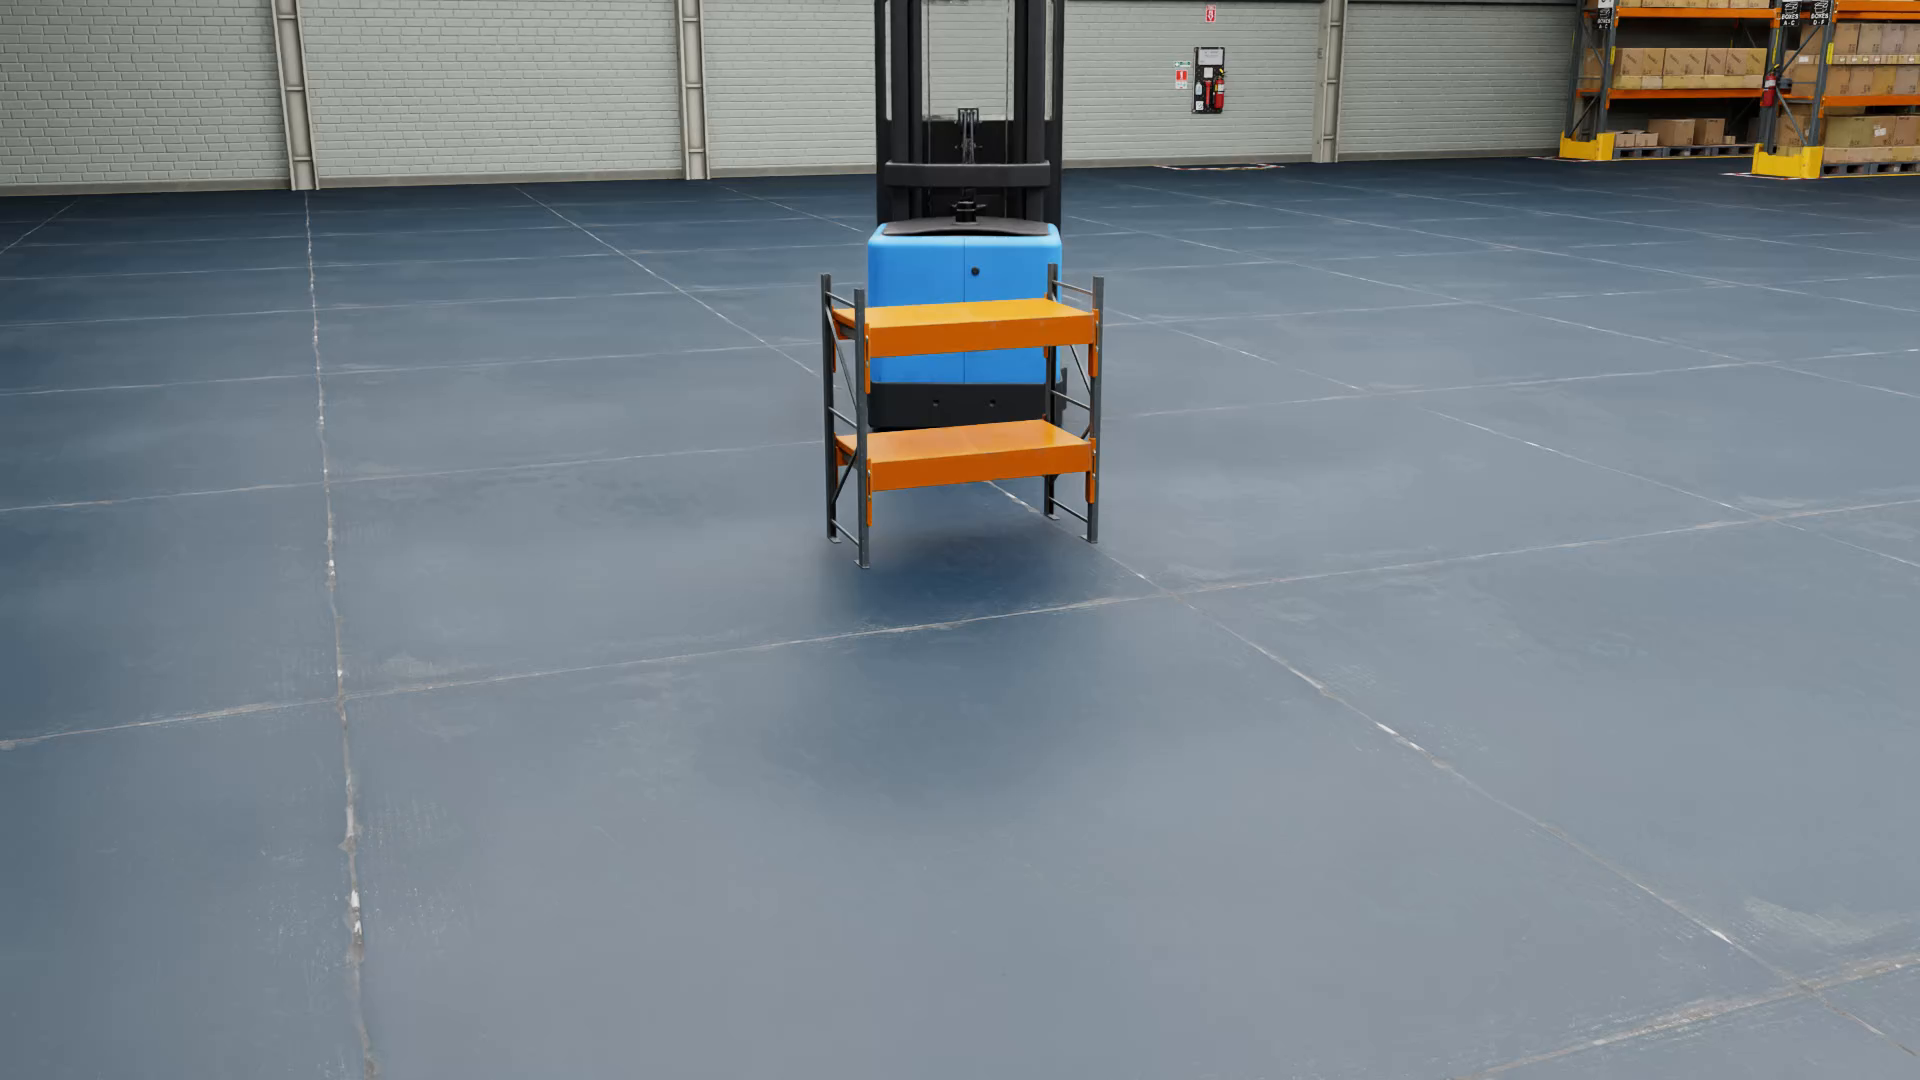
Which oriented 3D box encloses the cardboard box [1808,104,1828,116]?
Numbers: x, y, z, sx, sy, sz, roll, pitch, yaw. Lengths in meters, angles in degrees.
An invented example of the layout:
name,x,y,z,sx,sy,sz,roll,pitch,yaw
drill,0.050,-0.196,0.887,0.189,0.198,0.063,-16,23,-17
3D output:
name,x,y,z,sx,sy,sz,roll,pitch,yaw
cardboard box,17.449,-8.838,34.195,0.500,0.250,0.500,-7,18,-22

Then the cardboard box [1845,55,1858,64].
name,x,y,z,sx,sy,sz,roll,pitch,yaw
cardboard box,14.603,-7.952,27.525,0.250,0.149,0.380,-7,18,-22

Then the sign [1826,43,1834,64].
name,x,y,z,sx,sy,sz,roll,pitch,yaw
sign,14.107,-7.889,26.963,0.005,0.325,0.100,-6,17,-20

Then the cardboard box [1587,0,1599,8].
name,x,y,z,sx,sy,sz,roll,pitch,yaw
cardboard box,12.437,-10.491,31.963,0.500,0.500,0.500,-5,17,-16

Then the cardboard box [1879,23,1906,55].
name,x,y,z,sx,sy,sz,roll,pitch,yaw
cardboard box,15.363,-8.408,27.925,0.500,0.500,0.700,-6,17,-20

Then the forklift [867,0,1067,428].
name,x,y,z,sx,sy,sz,roll,pitch,yaw
forklift,0.060,-2.363,9.944,1.130,2.935,3.031,0,16,1

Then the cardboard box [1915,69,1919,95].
name,x,y,z,sx,sy,sz,roll,pitch,yaw
cardboard box,16.277,-7.883,28.441,0.500,0.500,0.700,-6,17,-19

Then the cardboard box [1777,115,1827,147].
name,x,y,z,sx,sy,sz,roll,pitch,yaw
cardboard box,14.308,-6.957,28.269,0.500,0.500,0.500,-6,17,-20

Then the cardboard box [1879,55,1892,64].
name,x,y,z,sx,sy,sz,roll,pitch,yaw
cardboard box,15.321,-8.029,27.788,0.250,0.149,0.380,-7,18,-22

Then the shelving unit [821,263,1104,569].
name,x,y,z,sx,sy,sz,roll,pitch,yaw
shelving unit,0.006,-0.540,6.942,1.048,1.125,0.538,-6,17,-20

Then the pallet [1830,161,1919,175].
name,x,y,z,sx,sy,sz,roll,pitch,yaw
pallet,15.750,-6.455,28.704,1.213,0.211,1.003,-6,17,-20

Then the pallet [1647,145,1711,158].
name,x,y,z,sx,sy,sz,roll,pitch,yaw
pallet,14.117,-7.750,33.114,1.213,0.211,1.003,-6,17,-20

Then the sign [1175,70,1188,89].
name,x,y,z,sx,sy,sz,roll,pitch,yaw
sign,4.005,-8.328,30.072,0.234,0.329,0.001,-6,17,-20

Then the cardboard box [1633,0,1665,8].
name,x,y,z,sx,sy,sz,roll,pitch,yaw
cardboard box,13.054,-10.395,31.637,0.500,0.500,0.500,-5,17,-16

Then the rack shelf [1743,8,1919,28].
name,x,y,z,sx,sy,sz,roll,pitch,yaw
rack shelf,17.740,-10.585,33.772,4.000,0.370,1.077,-6,17,-20

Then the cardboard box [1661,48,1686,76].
name,x,y,z,sx,sy,sz,roll,pitch,yaw
cardboard box,13.641,-9.250,32.173,0.500,0.500,0.500,-7,18,-22

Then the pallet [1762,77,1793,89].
name,x,y,z,sx,sy,sz,roll,pitch,yaw
pallet,16.639,-9.236,33.565,1.213,0.211,1.003,-6,17,-20

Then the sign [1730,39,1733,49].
name,x,y,z,sx,sy,sz,roll,pitch,yaw
sign,15.671,-9.990,33.739,0.005,0.325,0.100,-6,17,-20

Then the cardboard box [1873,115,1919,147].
name,x,y,z,sx,sy,sz,roll,pitch,yaw
cardboard box,15.896,-6.971,28.316,0.500,0.500,0.500,-6,17,-20

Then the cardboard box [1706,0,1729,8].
name,x,y,z,sx,sy,sz,roll,pitch,yaw
cardboard box,14.509,-10.556,32.185,0.500,0.500,0.500,-7,18,-22

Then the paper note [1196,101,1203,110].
name,x,y,z,sx,sy,sz,roll,pitch,yaw
paper note,4.368,-7.917,30.299,0.142,0.148,0.016,-6,17,-20

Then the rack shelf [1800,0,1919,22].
name,x,y,z,sx,sy,sz,roll,pitch,yaw
rack shelf,15.781,-8.878,27.961,4.000,0.370,1.077,-6,17,-20

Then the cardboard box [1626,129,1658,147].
name,x,y,z,sx,sy,sz,roll,pitch,yaw
cardboard box,13.348,-7.910,32.702,0.500,0.311,0.500,-5,17,-15

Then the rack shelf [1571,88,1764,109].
name,x,y,z,sx,sy,sz,roll,pitch,yaw
rack shelf,14.005,-8.742,32.821,4.000,0.370,1.077,-6,17,-20

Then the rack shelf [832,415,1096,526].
name,x,y,z,sx,sy,sz,roll,pitch,yaw
rack shelf,0.006,-0.306,7.011,1.000,0.278,0.538,-6,17,-20

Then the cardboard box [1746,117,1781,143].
name,x,y,z,sx,sy,sz,roll,pitch,yaw
cardboard box,16.554,-8.379,33.964,0.500,0.500,0.700,-6,17,-18

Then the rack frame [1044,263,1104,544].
name,x,y,z,sx,sy,sz,roll,pitch,yaw
rack frame,0.481,-0.592,7.117,0.032,1.125,0.500,-6,17,-20

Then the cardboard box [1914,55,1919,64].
name,x,y,z,sx,sy,sz,roll,pitch,yaw
cardboard box,16.038,-8.106,28.050,0.250,0.149,0.380,-6,17,-18

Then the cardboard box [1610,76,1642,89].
name,x,y,z,sx,sy,sz,roll,pitch,yaw
cardboard box,12.707,-8.789,31.934,0.500,0.250,0.500,-7,18,-22

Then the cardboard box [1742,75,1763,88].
name,x,y,z,sx,sy,sz,roll,pitch,yaw
cardboard box,15.539,-9.099,32.990,0.500,0.250,0.500,-6,17,-20

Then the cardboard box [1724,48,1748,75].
name,x,y,z,sx,sy,sz,roll,pitch,yaw
cardboard box,15.078,-9.405,32.703,0.500,0.500,0.500,-6,17,-20

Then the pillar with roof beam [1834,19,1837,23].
name,x,y,z,sx,sy,sz,roll,pitch,yaw
pillar with roof beam,19.625,-11.534,30.406,0.400,9.000,9.100,-6,17,-20

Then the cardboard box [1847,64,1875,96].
name,x,y,z,sx,sy,sz,roll,pitch,yaw
cardboard box,14.843,-7.729,27.915,0.500,0.500,0.700,-6,17,-19

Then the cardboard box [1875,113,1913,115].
name,x,y,z,sx,sy,sz,roll,pitch,yaw
cardboard box,16.170,-7.163,28.970,0.500,0.500,0.500,-6,17,-20

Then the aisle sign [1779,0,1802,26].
name,x,y,z,sx,sy,sz,roll,pitch,yaw
aisle sign,13.747,-8.901,27.470,0.004,0.787,0.394,-6,17,-20

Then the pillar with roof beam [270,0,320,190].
name,x,y,z,sx,sy,sz,roll,pitch,yaw
pillar with roof beam,-8.389,-8.510,20.106,0.400,9.000,9.100,-6,17,-20

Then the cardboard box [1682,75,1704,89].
name,x,y,z,sx,sy,sz,roll,pitch,yaw
cardboard box,14.137,-8.945,32.466,0.500,0.250,0.500,-6,17,-20

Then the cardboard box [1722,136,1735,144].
name,x,y,z,sx,sy,sz,roll,pitch,yaw
cardboard box,15.384,-8.079,33.533,0.250,0.166,0.380,-9,18,-27

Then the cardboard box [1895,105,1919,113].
name,x,y,z,sx,sy,sz,roll,pitch,yaw
cardboard box,20.342,-8.902,35.158,0.750,0.750,0.750,-6,18,-21

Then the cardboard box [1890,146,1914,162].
name,x,y,z,sx,sy,sz,roll,pitch,yaw
cardboard box,15.895,-6.611,28.422,0.500,0.250,0.500,-6,17,-20

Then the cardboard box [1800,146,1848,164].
name,x,y,z,sx,sy,sz,roll,pitch,yaw
cardboard box,14.494,-6.460,27.909,0.500,0.250,0.500,-6,17,-20
